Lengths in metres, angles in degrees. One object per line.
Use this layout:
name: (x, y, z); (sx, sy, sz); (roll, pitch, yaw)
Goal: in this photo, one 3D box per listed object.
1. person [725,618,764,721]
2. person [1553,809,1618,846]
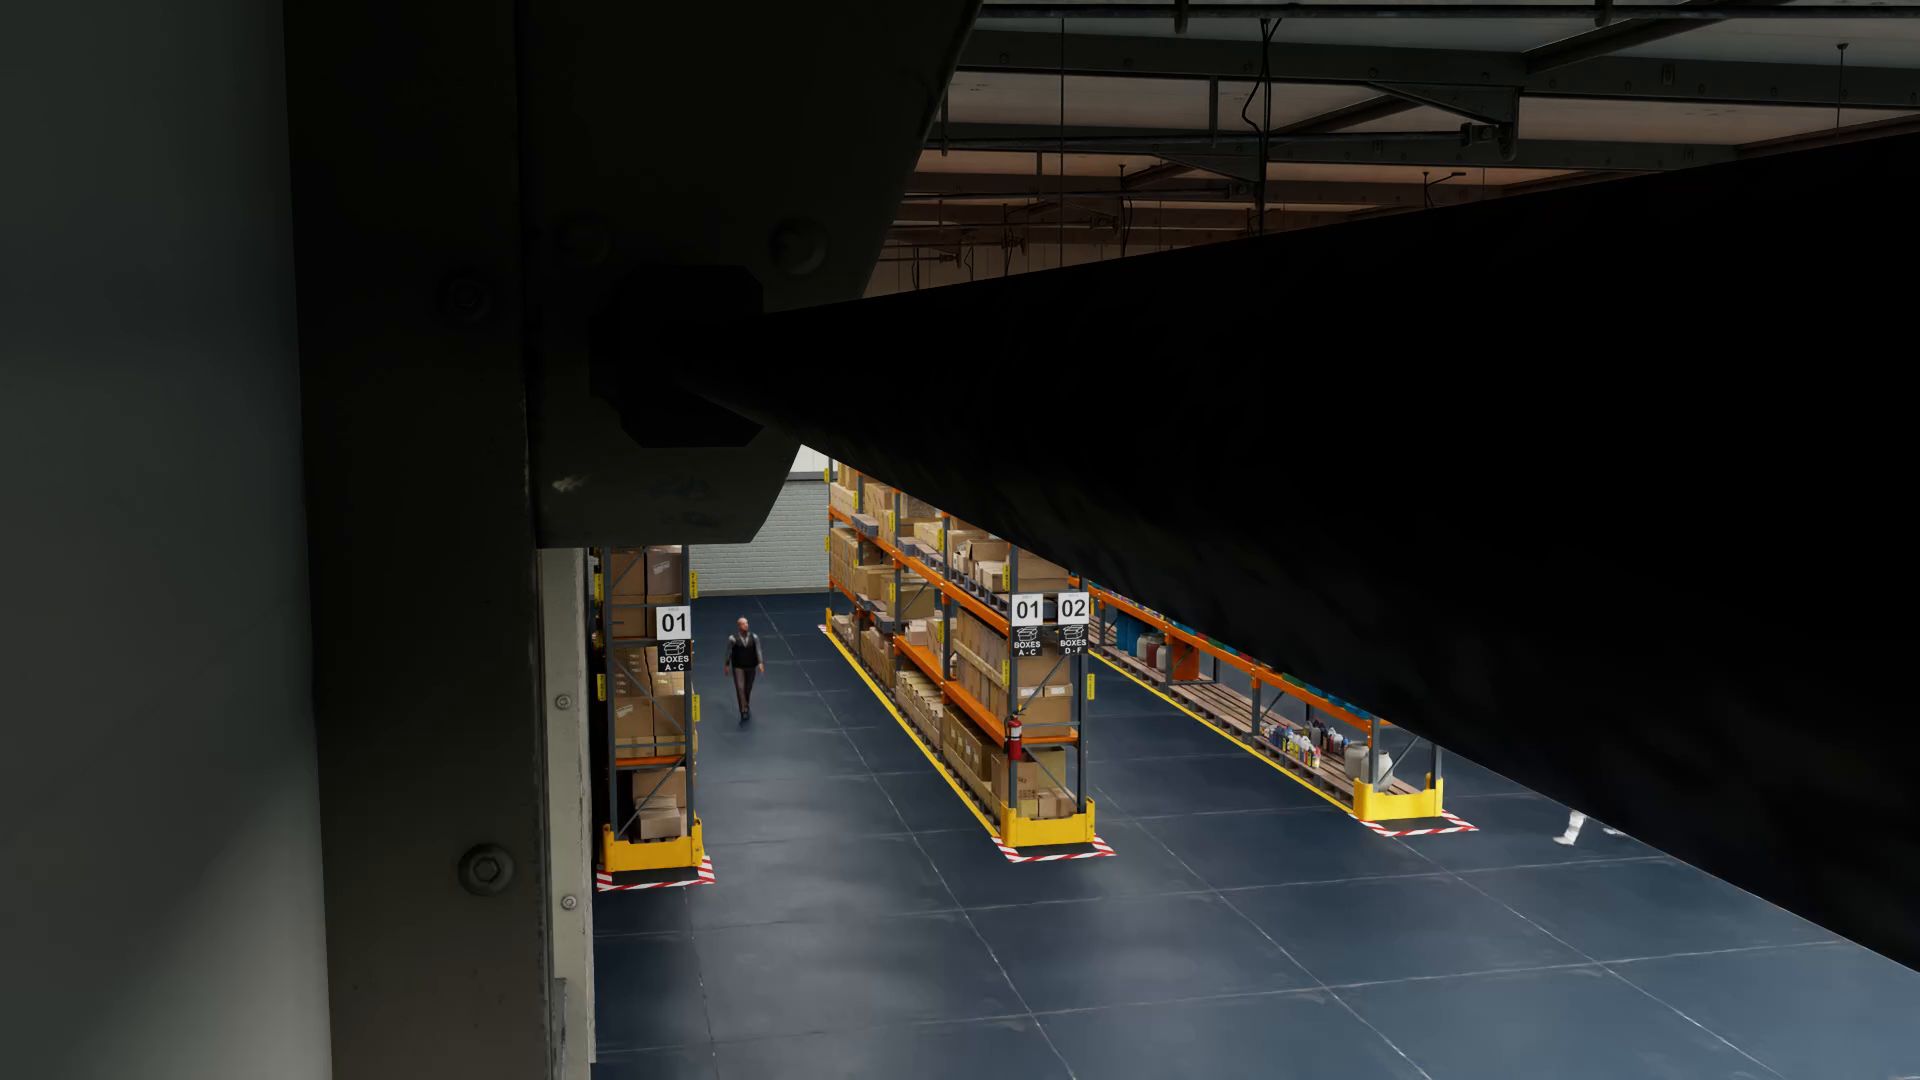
person: (-3.644, 2.152, 28.129); (0.600, 1.661, 1.079); (-3, 7, -21)
person: (7.982, 2.974, 21.009); (1.075, 1.747, 0.540); (-1, 7, -10)
